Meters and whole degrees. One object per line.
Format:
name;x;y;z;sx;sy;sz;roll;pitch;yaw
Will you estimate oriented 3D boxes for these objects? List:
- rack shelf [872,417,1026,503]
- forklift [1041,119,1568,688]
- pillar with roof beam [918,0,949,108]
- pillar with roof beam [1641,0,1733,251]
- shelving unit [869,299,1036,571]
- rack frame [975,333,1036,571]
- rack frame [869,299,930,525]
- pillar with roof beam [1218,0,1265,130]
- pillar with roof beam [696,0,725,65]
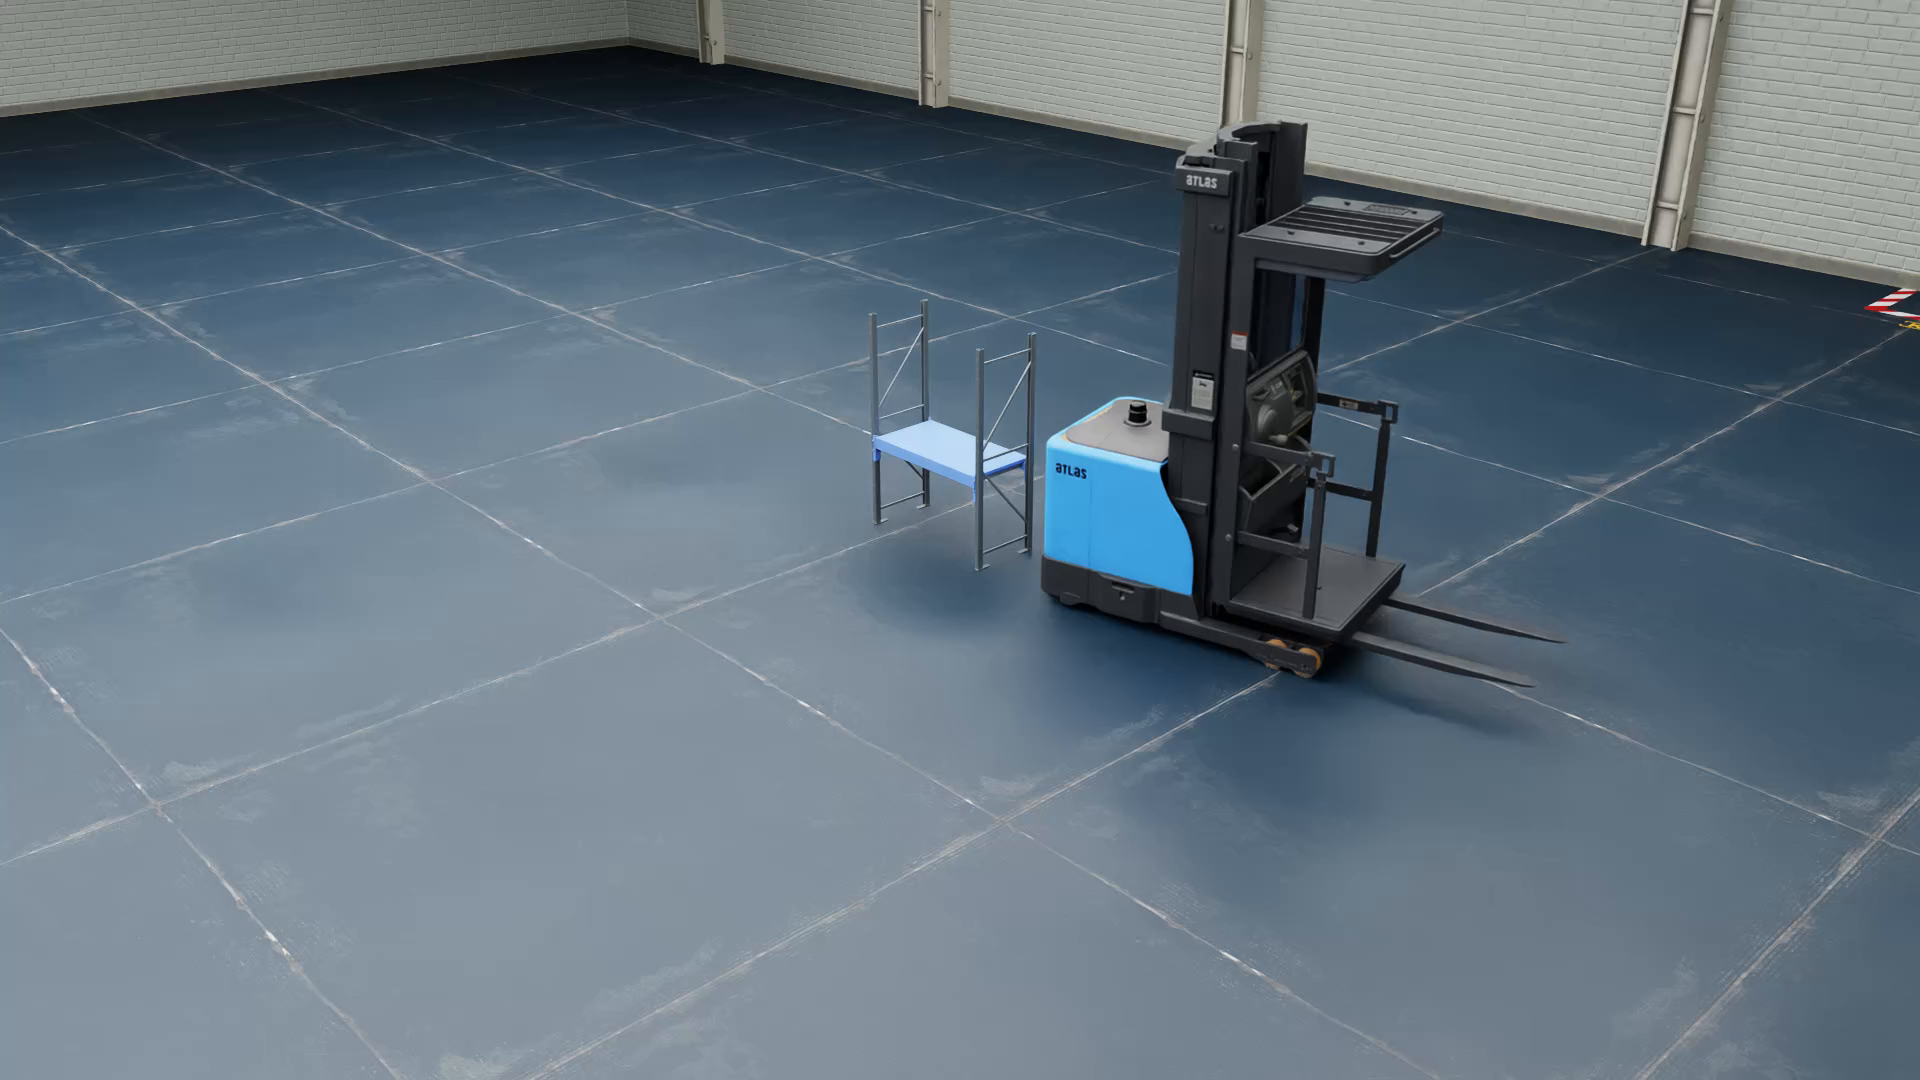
rack shelf;-0.058;-0.545;11.070;0.538;0.185;1.000;-21;32;-38
forklift;2.019;-0.797;9.466;3.031;2.935;1.130;15;29;30
pillar with roof beam;-3.553;-9.766;21.816;9.100;9.000;0.400;-21;32;-38
pillar with roof beam;4.649;-6.131;13.846;9.100;9.000;0.400;-21;32;-38
shelving unit;-0.058;-0.708;10.995;0.538;1.500;1.048;-21;32;-38
rack frame;0.289;-0.554;10.658;0.500;1.500;0.032;-21;32;-38
rack frame;-0.406;-0.862;11.333;0.500;1.500;0.032;-21;32;-38
pillar with roof beam;0.548;-7.948;17.831;9.100;9.000;0.400;-21;32;-38
pillar with roof beam;-7.654;-11.584;25.800;9.100;9.000;0.400;-21;32;-38
